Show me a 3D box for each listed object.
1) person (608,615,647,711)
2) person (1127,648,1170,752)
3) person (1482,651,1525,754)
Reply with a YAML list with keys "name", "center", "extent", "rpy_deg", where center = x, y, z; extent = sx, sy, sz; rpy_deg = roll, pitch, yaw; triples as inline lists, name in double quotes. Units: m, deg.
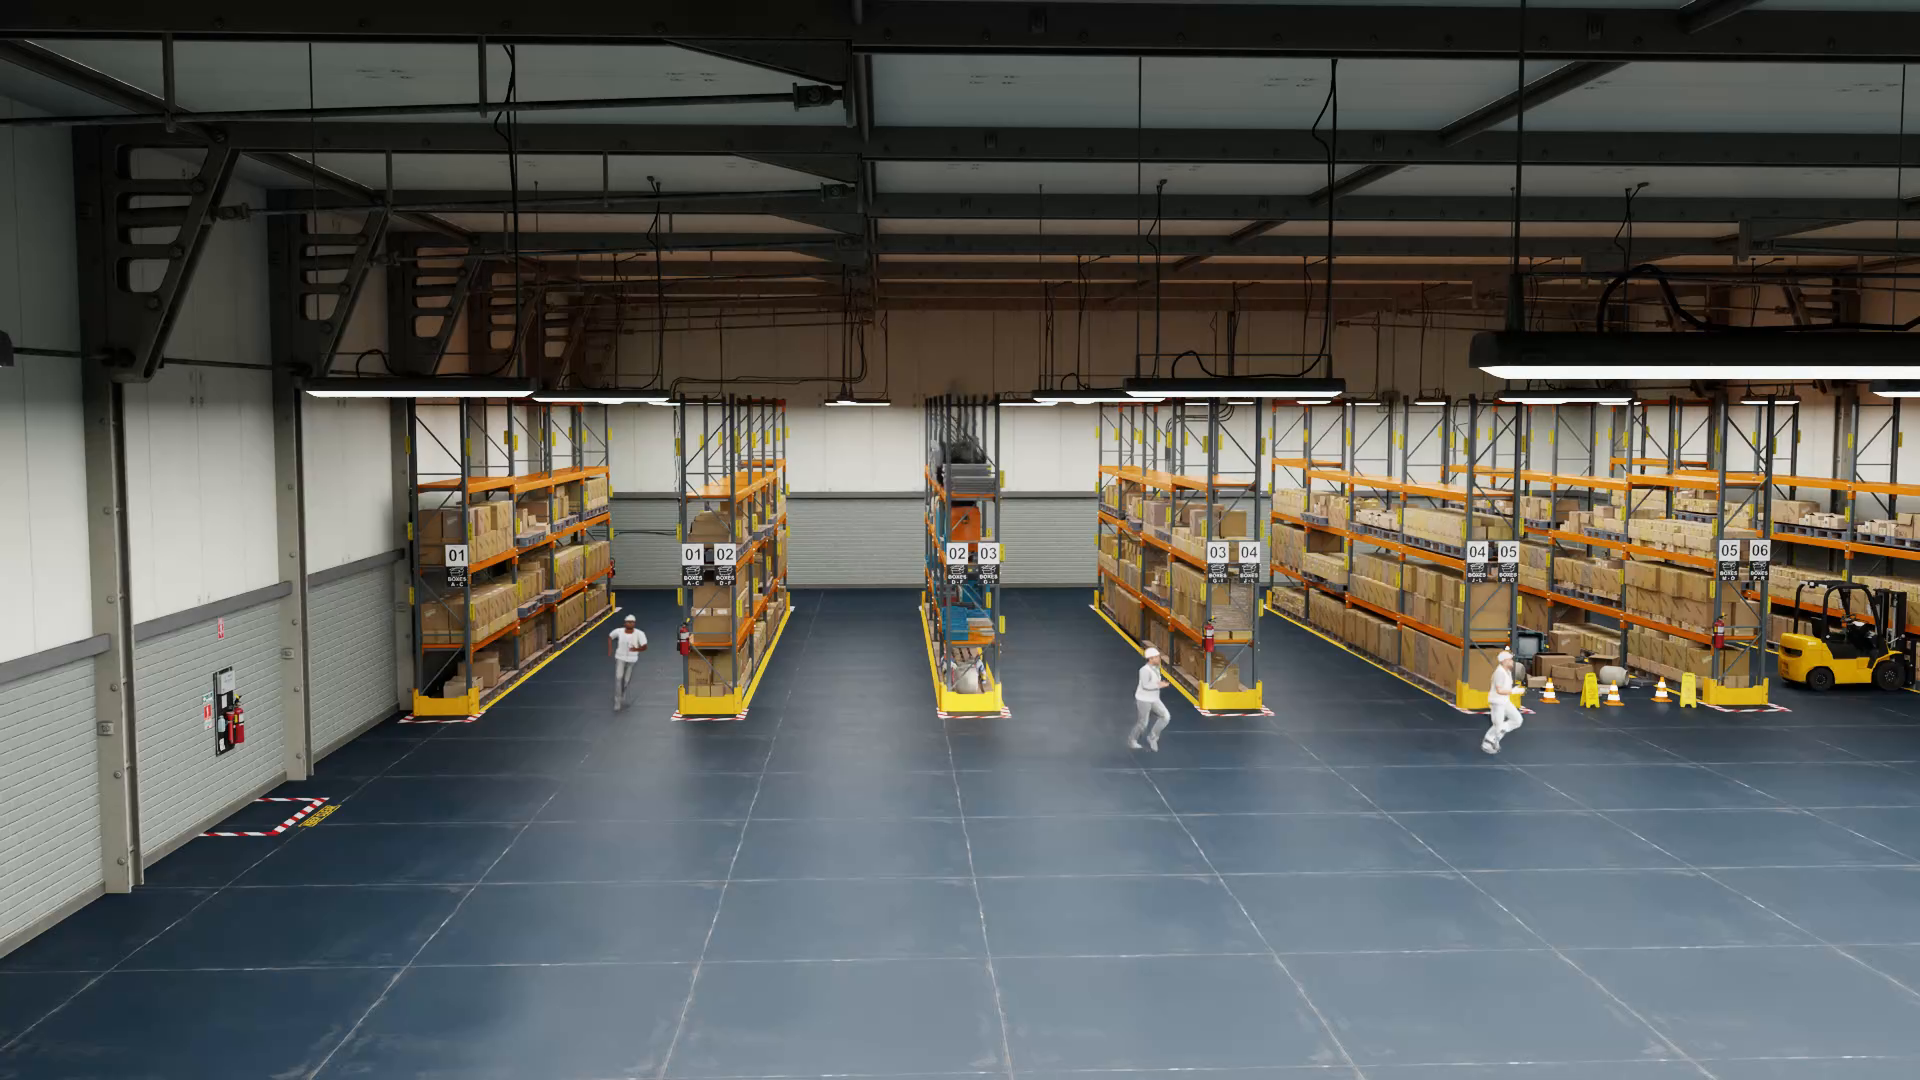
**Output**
- name: "person"
  center: [-6.383, 2.317, 31.954]
  extent: [0.733, 1.770, 0.953]
  rpy_deg: [-1, 5, -17]
- name: "person"
  center: [3.144, 2.655, 27.645]
  extent: [0.805, 1.760, 0.682]
  rpy_deg: [3, 5, 32]
- name: "person"
  center: [8.950, 2.679, 27.361]
  extent: [0.726, 1.726, 0.704]
  rpy_deg: [3, 6, 37]
